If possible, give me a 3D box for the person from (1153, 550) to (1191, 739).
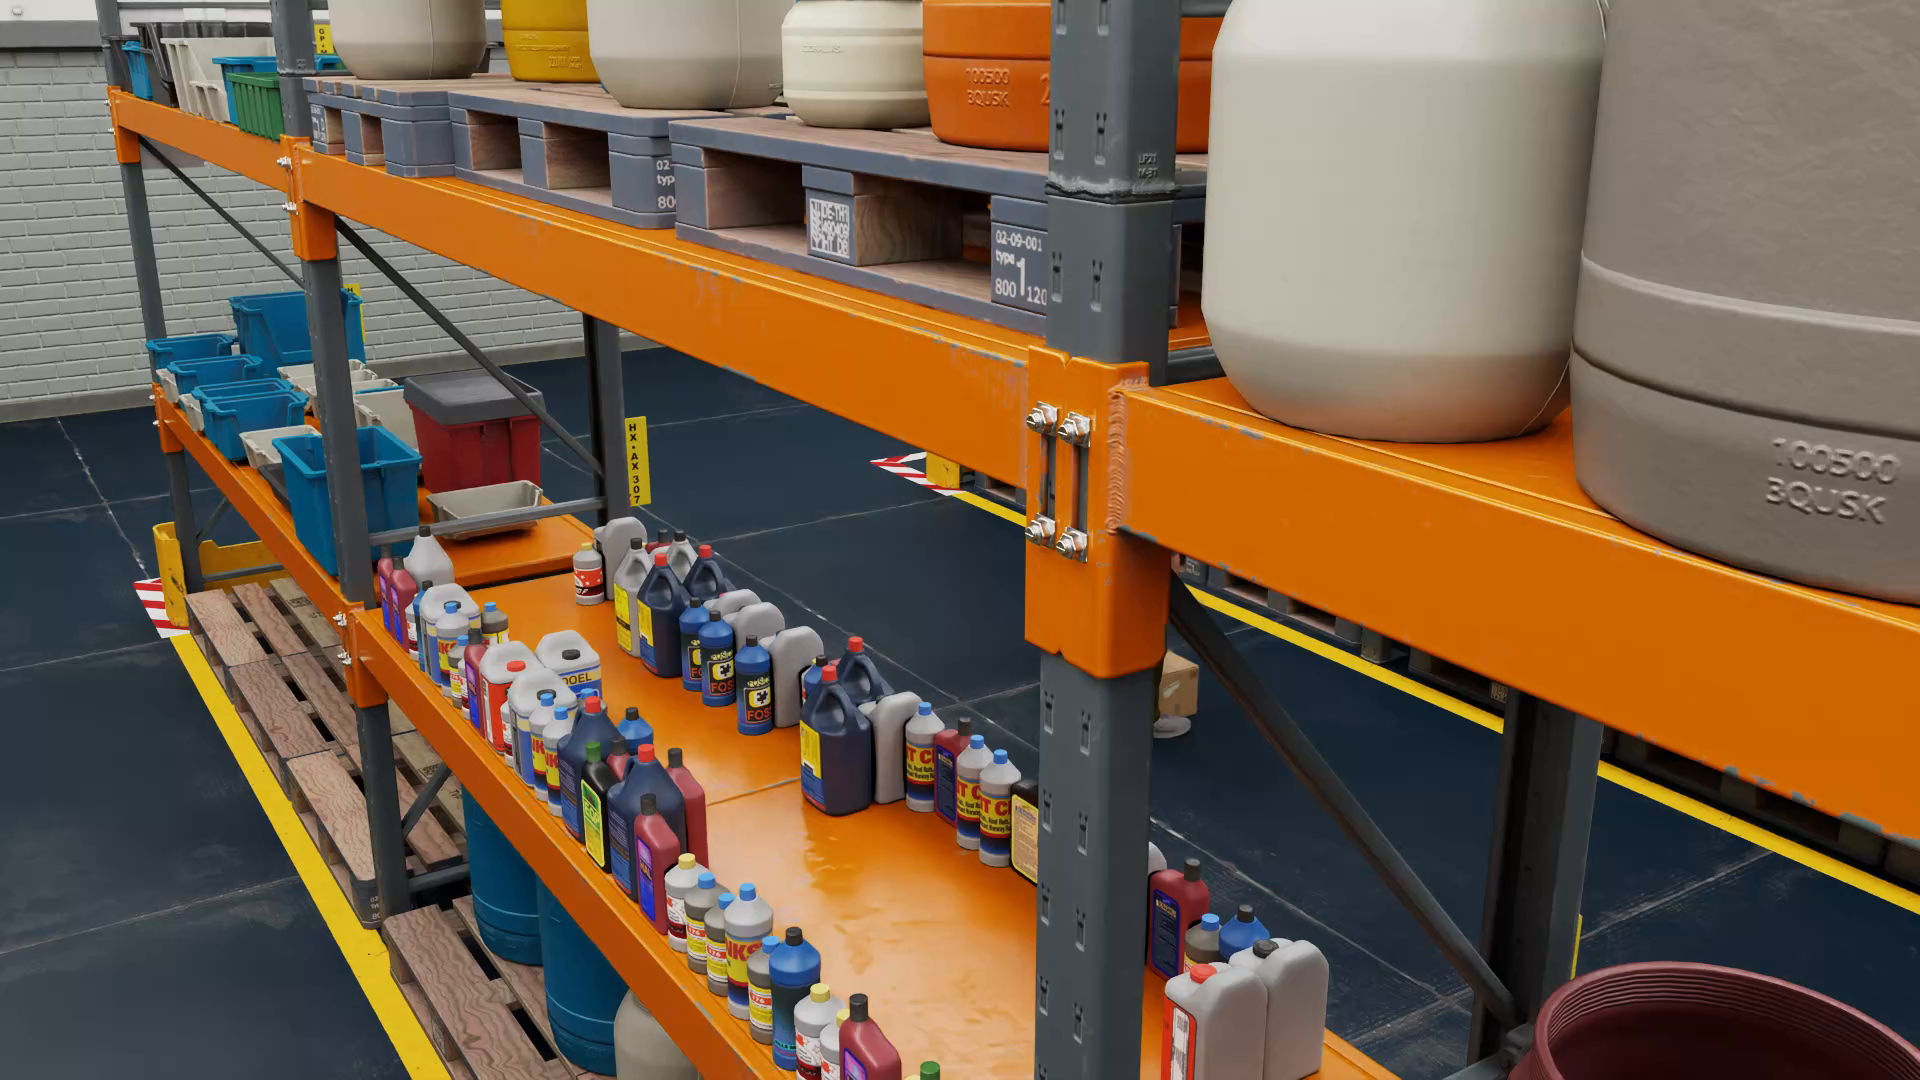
[{"bbox_3d":[0.751,0.016,7.529,0.427,1.773,0.628,-12,22,-34],"label":"person"}]
